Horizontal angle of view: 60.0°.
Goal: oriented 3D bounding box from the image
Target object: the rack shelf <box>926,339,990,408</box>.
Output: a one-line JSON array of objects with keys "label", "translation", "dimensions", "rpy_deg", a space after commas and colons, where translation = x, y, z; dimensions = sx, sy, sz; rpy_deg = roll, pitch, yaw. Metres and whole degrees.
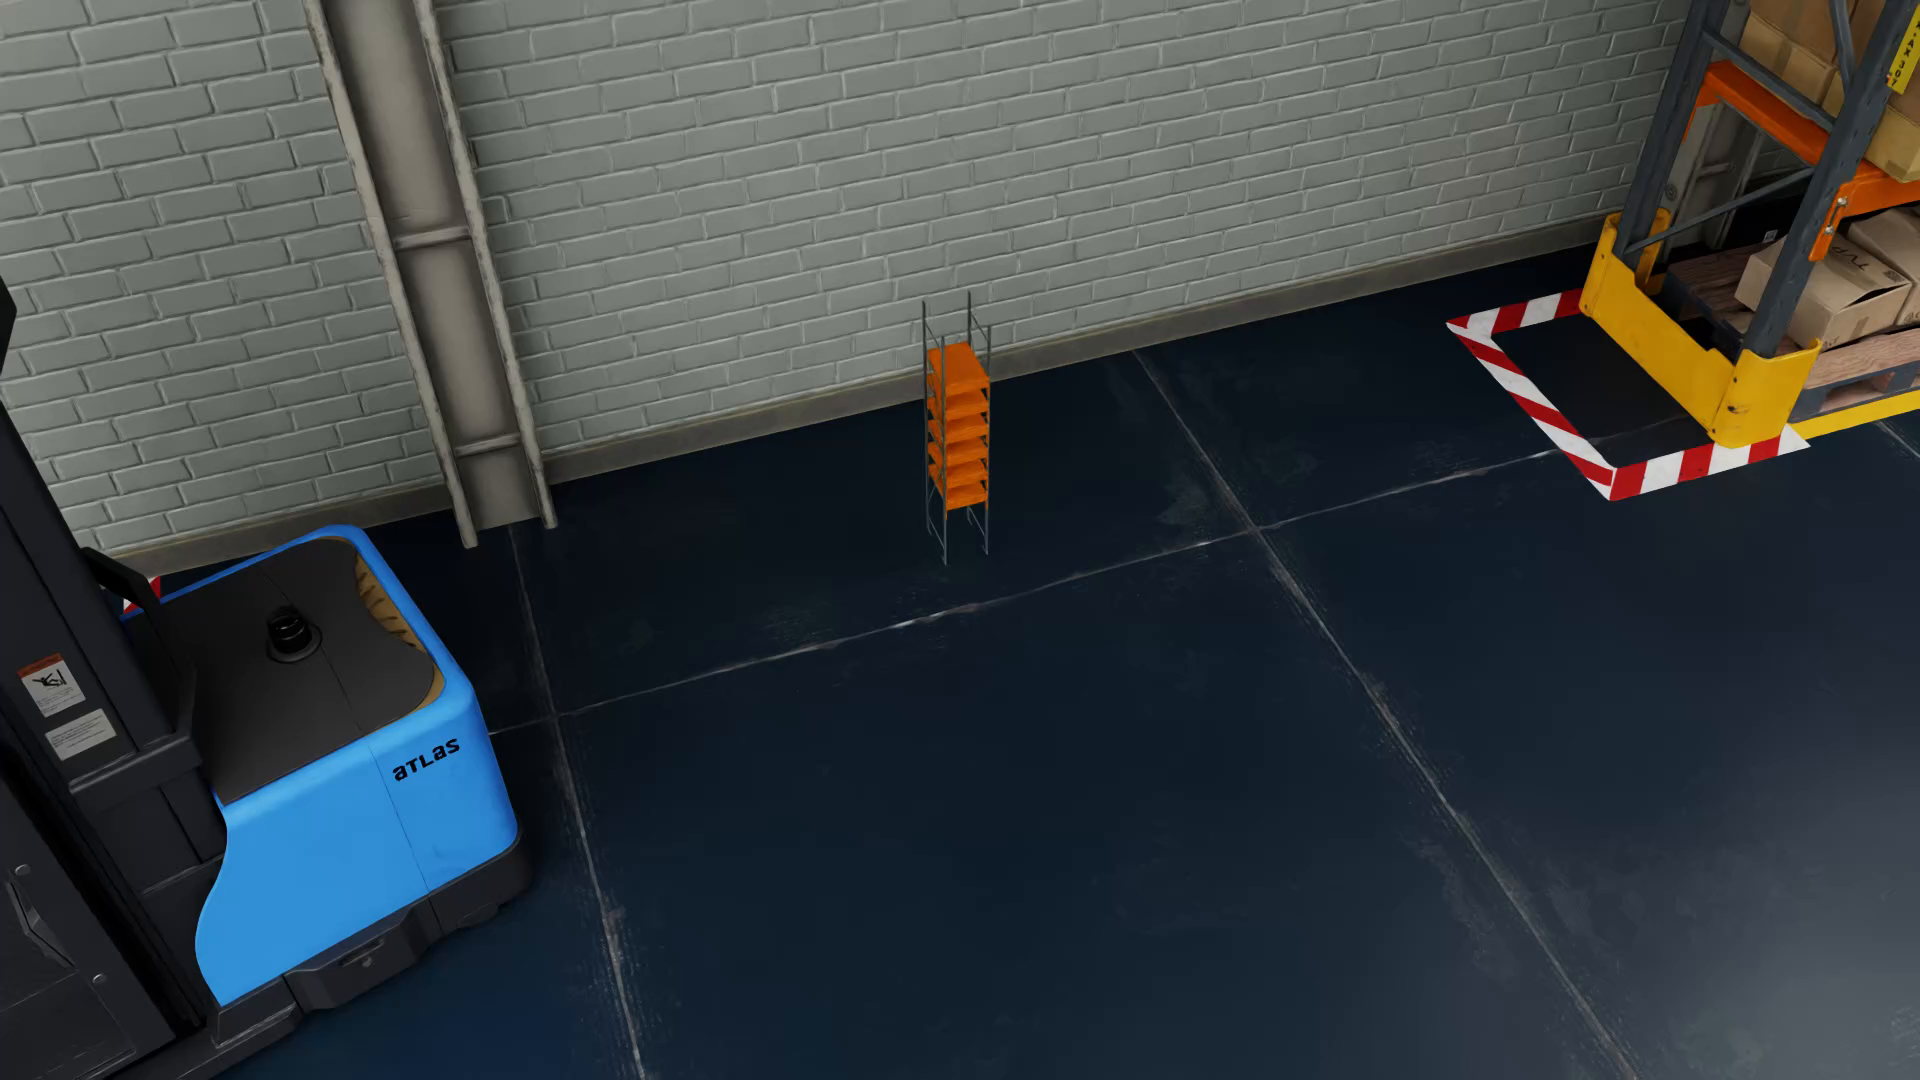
[{"label": "rack shelf", "translation": [-0.014, -0.643, 6.407], "dimensions": [0.180, 0.103, 0.258], "rpy_deg": [-14, 47, -14]}]

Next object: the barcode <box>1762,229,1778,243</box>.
[{"label": "barcode", "translation": [3.885, -1.456, 7.974], "dimensions": [0.075, 0.075, 0.001], "rpy_deg": [-14, 47, -14]}]

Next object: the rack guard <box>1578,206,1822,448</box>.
[{"label": "rack guard", "translation": [3.394, -1.005, 7.708], "dimensions": [0.348, 0.500, 1.175], "rpy_deg": [-14, 47, -14]}]

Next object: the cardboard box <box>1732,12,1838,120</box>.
[{"label": "cardboard box", "translation": [3.696, -2.065, 7.092], "dimensions": [0.500, 0.250, 0.500], "rpy_deg": [-14, 47, -13]}]

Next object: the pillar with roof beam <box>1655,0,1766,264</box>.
[{"label": "pillar with roof beam", "translation": [5.149, -1.864, 2.564], "dimensions": [0.400, 9.000, 9.100], "rpy_deg": [-14, 47, -14]}]

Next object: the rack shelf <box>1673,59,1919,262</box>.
[{"label": "rack shelf", "translation": [5.203, -2.097, 7.539], "dimensions": [4.000, 0.370, 1.077], "rpy_deg": [-14, 47, -14]}]

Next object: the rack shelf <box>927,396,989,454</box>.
[{"label": "rack shelf", "translation": [-0.014, -0.473, 6.577], "dimensions": [0.180, 0.103, 0.258], "rpy_deg": [-14, 47, -14]}]

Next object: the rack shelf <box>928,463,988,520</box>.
[{"label": "rack shelf", "translation": [-0.014, -0.219, 6.832], "dimensions": [0.180, 0.103, 0.258], "rpy_deg": [-14, 47, -14]}]

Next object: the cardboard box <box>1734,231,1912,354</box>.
[{"label": "cardboard box", "translation": [4.003, -1.182, 7.707], "dimensions": [0.500, 0.311, 0.500], "rpy_deg": [-19, 48, -18]}]

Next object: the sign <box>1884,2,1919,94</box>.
[{"label": "sign", "translation": [3.507, -1.814, 6.138], "dimensions": [0.005, 0.325, 0.100], "rpy_deg": [-14, 47, -14]}]

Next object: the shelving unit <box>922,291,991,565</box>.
[{"label": "shelving unit", "translation": [-0.014, -0.420, 6.631], "dimensions": [0.189, 1.200, 0.258], "rpy_deg": [-14, 47, -14]}]

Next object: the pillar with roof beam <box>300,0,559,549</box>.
[{"label": "pillar with roof beam", "translation": [-0.495, -0.421, 1.126], "dimensions": [0.400, 9.000, 9.100], "rpy_deg": [-14, 47, -14]}]

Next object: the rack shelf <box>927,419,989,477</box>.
[{"label": "rack shelf", "translation": [-0.014, -0.389, 6.662], "dimensions": [0.180, 0.103, 0.258], "rpy_deg": [-14, 47, -14]}]

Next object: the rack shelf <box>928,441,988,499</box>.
[{"label": "rack shelf", "translation": [-0.014, -0.304, 6.747], "dimensions": [0.180, 0.103, 0.258], "rpy_deg": [-14, 47, -14]}]

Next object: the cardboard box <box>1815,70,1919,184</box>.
[{"label": "cardboard box", "translation": [3.889, -1.730, 6.757], "dimensions": [0.500, 0.250, 0.500], "rpy_deg": [-16, 47, -15]}]

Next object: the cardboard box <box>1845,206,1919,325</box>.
[{"label": "cardboard box", "translation": [4.540, -1.319, 7.844], "dimensions": [0.500, 0.311, 0.500], "rpy_deg": [-11, 46, -11]}]

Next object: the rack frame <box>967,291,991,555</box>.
[{"label": "rack frame", "translation": [0.072, -0.442, 6.653], "dimensions": [0.006, 1.200, 0.240], "rpy_deg": [-14, 47, -14]}]

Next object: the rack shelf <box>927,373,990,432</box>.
[{"label": "rack shelf", "translation": [-0.014, -0.558, 6.492], "dimensions": [0.180, 0.103, 0.258], "rpy_deg": [-14, 47, -14]}]

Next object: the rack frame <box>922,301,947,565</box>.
[{"label": "rack frame", "translation": [-0.100, -0.398, 6.609], "dimensions": [0.006, 1.200, 0.240], "rpy_deg": [-14, 47, -14]}]

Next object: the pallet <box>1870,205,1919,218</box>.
[{"label": "pallet", "translation": [5.315, -1.366, 8.272], "dimensions": [1.213, 0.211, 1.003], "rpy_deg": [-14, 47, -14]}]

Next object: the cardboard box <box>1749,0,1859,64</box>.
[{"label": "cardboard box", "translation": [3.693, -2.343, 6.839], "dimensions": [0.500, 0.500, 0.500], "rpy_deg": [-15, 47, -14]}]

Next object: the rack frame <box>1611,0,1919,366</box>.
[{"label": "rack frame", "translation": [3.322, -1.870, 6.805], "dimensions": [0.127, 3.000, 1.000], "rpy_deg": [-14, 47, -14]}]

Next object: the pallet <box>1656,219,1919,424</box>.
[{"label": "pallet", "translation": [4.170, -1.075, 7.982], "dimensions": [1.213, 0.211, 1.003], "rpy_deg": [-14, 47, -14]}]

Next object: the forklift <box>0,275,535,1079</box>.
[{"label": "forklift", "translation": [-2.967, 0.541, 4.451], "dimensions": [3.031, 2.935, 1.130], "rpy_deg": [-28, 51, -25]}]

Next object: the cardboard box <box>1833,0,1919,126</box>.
[{"label": "cardboard box", "translation": [3.873, -2.003, 6.500], "dimensions": [0.500, 0.500, 0.500], "rpy_deg": [-14, 47, -14]}]
